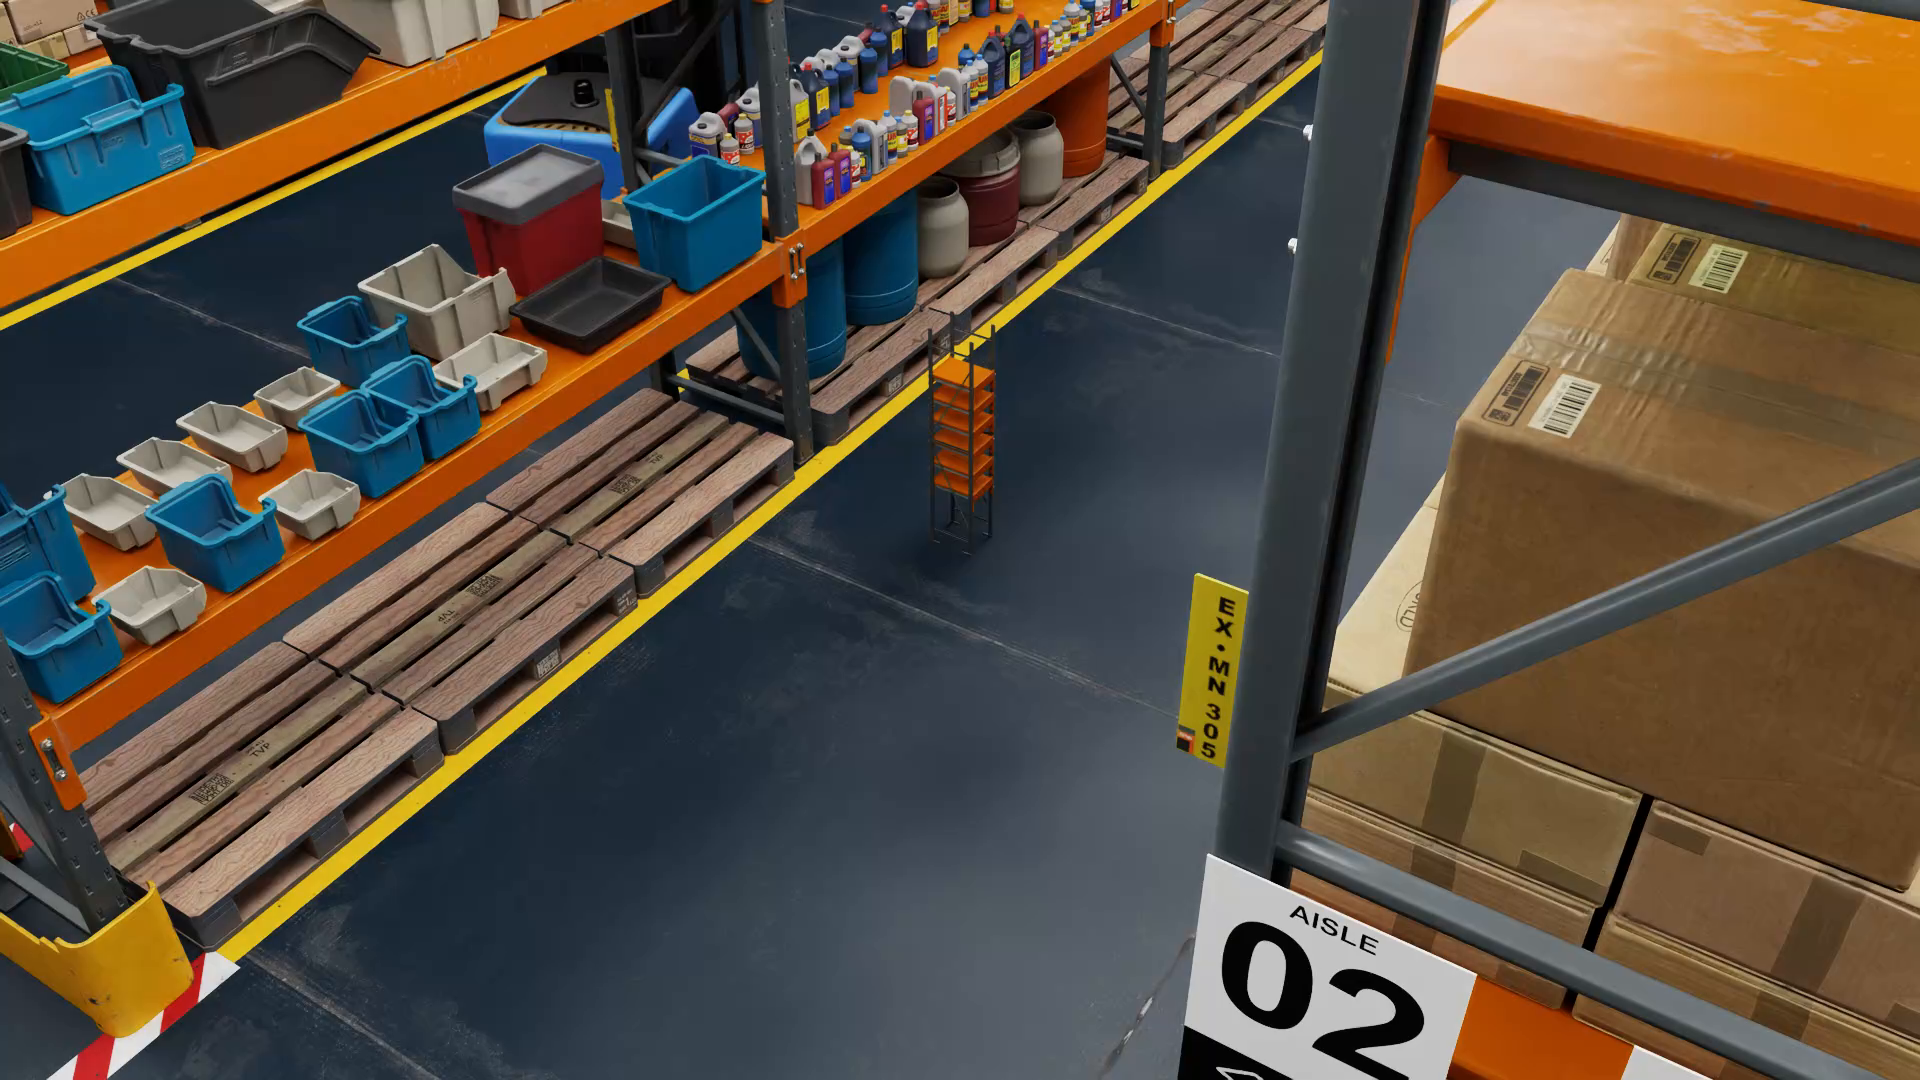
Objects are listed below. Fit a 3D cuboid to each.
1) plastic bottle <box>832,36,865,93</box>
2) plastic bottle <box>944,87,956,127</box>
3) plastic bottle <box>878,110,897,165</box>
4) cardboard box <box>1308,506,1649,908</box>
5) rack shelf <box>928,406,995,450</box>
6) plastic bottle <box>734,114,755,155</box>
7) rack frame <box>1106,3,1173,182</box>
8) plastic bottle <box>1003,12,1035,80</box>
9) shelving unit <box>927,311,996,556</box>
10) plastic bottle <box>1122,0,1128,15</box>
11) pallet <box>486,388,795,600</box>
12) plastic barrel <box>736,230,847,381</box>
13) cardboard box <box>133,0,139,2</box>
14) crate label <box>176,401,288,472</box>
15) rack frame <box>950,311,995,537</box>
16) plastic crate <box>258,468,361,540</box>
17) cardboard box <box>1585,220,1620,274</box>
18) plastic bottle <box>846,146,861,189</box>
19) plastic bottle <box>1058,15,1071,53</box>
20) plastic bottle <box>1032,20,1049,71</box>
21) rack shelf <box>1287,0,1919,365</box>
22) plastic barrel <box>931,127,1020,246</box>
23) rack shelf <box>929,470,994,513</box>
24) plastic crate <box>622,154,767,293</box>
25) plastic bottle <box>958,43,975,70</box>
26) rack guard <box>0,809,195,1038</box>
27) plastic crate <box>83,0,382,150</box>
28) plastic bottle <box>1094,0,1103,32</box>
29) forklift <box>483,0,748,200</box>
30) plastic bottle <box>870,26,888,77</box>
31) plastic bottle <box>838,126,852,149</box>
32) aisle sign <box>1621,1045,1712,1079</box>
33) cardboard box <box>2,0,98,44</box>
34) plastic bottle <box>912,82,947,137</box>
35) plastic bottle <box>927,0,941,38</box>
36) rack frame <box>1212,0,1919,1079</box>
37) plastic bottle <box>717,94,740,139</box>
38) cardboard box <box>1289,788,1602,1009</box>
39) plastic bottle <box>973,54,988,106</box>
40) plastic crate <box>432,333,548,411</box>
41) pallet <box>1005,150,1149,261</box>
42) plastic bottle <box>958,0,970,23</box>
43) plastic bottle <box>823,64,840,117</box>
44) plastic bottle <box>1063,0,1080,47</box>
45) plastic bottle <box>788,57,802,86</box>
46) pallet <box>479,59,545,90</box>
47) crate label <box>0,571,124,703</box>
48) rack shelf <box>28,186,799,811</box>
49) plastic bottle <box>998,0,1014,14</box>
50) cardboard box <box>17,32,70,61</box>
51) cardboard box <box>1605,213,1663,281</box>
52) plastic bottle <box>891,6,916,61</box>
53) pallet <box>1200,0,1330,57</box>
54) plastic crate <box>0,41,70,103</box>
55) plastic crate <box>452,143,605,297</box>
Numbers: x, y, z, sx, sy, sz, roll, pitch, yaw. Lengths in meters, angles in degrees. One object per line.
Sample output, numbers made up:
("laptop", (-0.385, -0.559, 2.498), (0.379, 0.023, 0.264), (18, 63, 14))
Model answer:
("plastic bottle", (-0.622, -2.661, 9.286), (0.152, 0.276, 0.135), (21, 42, 25))
("plastic bottle", (-0.071, -2.328, 8.915), (0.097, 0.201, 0.097), (0, 38, 0))
("plastic bottle", (-0.371, -2.067, 8.519), (0.097, 0.271, 0.097), (0, 38, 0))
("cardboard box", (0.875, 0.245, 2.671), (0.500, 0.250, 0.500), (21, 42, 25))
("rack shelf", (0.008, -0.543, 7.787), (0.258, 0.103, 0.180), (21, 42, 25))
("plastic bottle", (-1.122, -2.112, 8.635), (0.097, 0.201, 0.097), (0, 38, 0))
("rack frame", (0.921, -3.826, 10.696), (1.000, 3.000, 0.127), (21, 42, 25))
("plastic bottle", (0.332, -2.801, 9.406), (0.144, 0.351, 0.185), (21, 42, 25))
("shelving unit", (0.008, -0.483, 7.833), (0.258, 1.200, 0.189), (21, 42, 25))
("plastic bottle", (0.987, -3.346, 10.236), (0.097, 0.201, 0.097), (0, 38, 0))
("pallet", (-1.583, -0.268, 8.364), (1.003, 0.211, 1.213), (21, 42, 25))
("plastic barrel", (-0.916, -1.374, 8.890), (0.600, 0.901, 0.708), (21, 42, 25))
("cardboard box", (-4.947, -3.579, 10.294), (0.500, 0.500, 0.500), (21, 42, 25))
("crate label", (-2.785, -0.397, 6.415), (0.396, 0.136, 0.243), (21, 42, 25))
("rack frame", (0.057, -0.530, 7.894), (0.240, 1.200, 0.006), (21, 42, 25))
("plastic crate", (-2.350, -0.129, 6.067), (0.250, 0.136, 0.298), (21, 42, 25))
("cardboard box", (1.676, -0.529, 3.675), (0.500, 0.250, 0.500), (21, 42, 25))
("plastic bottle", (-0.548, -1.869, 8.320), (0.097, 0.201, 0.097), (0, 38, 0))
("plastic bottle", (0.603, -2.976, 9.756), (0.097, 0.201, 0.097), (0, 38, 0))
("plastic bottle", (0.452, -2.843, 9.516), (0.061, 0.283, 0.133), (21, 42, 25))
("rack shelf", (1.887, -1.201, 2.968), (1.077, 0.370, 4.000), (21, 42, 25))
("plastic barrel", (0.068, -2.198, 10.214), (0.600, 0.588, 0.708), (21, 42, 25))
("rack shelf", (0.008, -0.257, 8.006), (0.258, 0.103, 0.180), (21, 42, 25))
("plastic crate", (-1.184, -1.429, 7.551), (0.392, 0.384, 0.575), (21, 42, 25))
("plastic bottle", (0.036, -2.622, 9.240), (0.097, 0.271, 0.097), (0, 38, 0))
("rack guard", (-3.367, 1.305, 6.088), (1.175, 0.500, 0.348), (21, 42, 25))
("plastic crate", (-2.315, -1.563, 5.354), (0.504, 0.338, 0.767), (21, 42, 25))
("plastic bottle", (0.811, -3.177, 10.016), (0.097, 0.201, 0.097), (0, 38, 0))
("forklift", (-1.959, -3.501, 10.330), (1.130, 2.935, 3.031), (7, 38, 9))
("plastic bottle", (-0.460, -2.777, 9.440), (0.097, 0.271, 0.097), (0, 38, 0))
("plastic bottle", (-0.572, -2.019, 8.515), (0.097, 0.201, 0.097), (0, 38, 0))
("aisle sign", (1.027, 1.022, 2.278), (0.394, 0.787, 0.004), (21, 42, 25))
("cardboard box", (-5.419, -3.129, 9.671), (0.500, 0.250, 0.500), (20, 42, 24))
("plastic bottle", (-0.156, -2.306, 8.826), (0.152, 0.276, 0.135), (21, 42, 25))
("plastic bottle", (-0.164, -3.131, 9.899), (0.097, 0.271, 0.097), (0, 38, 0))
("rack frame", (0.815, -0.456, 1.410), (1.000, 3.000, 0.127), (21, 42, 25))
("plastic bottle", (-1.199, -2.161, 8.631), (0.061, 0.283, 0.133), (21, 42, 25))
("cardboard box", (0.868, 0.441, 2.827), (0.500, 0.250, 0.500), (21, 42, 25))
("plastic bottle", (0.105, -2.525, 9.113), (0.097, 0.271, 0.097), (0, 38, 0))
("plastic crate", (-1.901, -0.687, 6.791), (0.293, 0.136, 0.466), (21, 42, 25))
("pallet", (0.534, -2.302, 11.002), (1.003, 0.211, 1.213), (21, 42, 25))
("plastic bottle", (0.011, -3.272, 10.140), (0.097, 0.201, 0.097), (0, 38, 0))
("plastic bottle", (-0.703, -2.439, 9.002), (0.097, 0.271, 0.097), (0, 38, 0))
("plastic bottle", (0.655, -3.054, 9.800), (0.097, 0.271, 0.097), (0, 38, 0))
("plastic bottle", (-0.907, -2.421, 8.913), (0.144, 0.351, 0.185), (21, 42, 25))
("pallet", (-3.747, -3.960, 13.154), (1.003, 0.211, 1.213), (21, 42, 25))
("crate label", (-2.955, 0.321, 5.404), (0.416, 0.233, 0.303), (21, 42, 25))
("rack shelf", (-2.294, -0.448, 6.903), (1.077, 0.370, 4.000), (21, 42, 25))
("plastic bottle", (0.283, -3.360, 10.254), (0.097, 0.201, 0.097), (0, 38, 0))
("cardboard box", (-5.429, -2.887, 9.684), (0.380, 0.149, 0.250), (22, 43, 26))
("cardboard box", (1.593, -0.496, 3.019), (0.700, 0.500, 0.500), (21, 42, 25))
("plastic bottle", (-0.327, -2.945, 9.654), (0.152, 0.276, 0.135), (21, 42, 25))
("pallet", (2.676, -4.366, 13.681), (1.003, 0.211, 1.213), (21, 42, 25))
("plastic crate", (-3.078, -1.408, 5.276), (0.450, 0.188, 0.336), (21, 42, 25))
("plastic crate", (-1.912, -1.435, 7.492), (0.402, 0.464, 0.583), (21, 42, 25))
